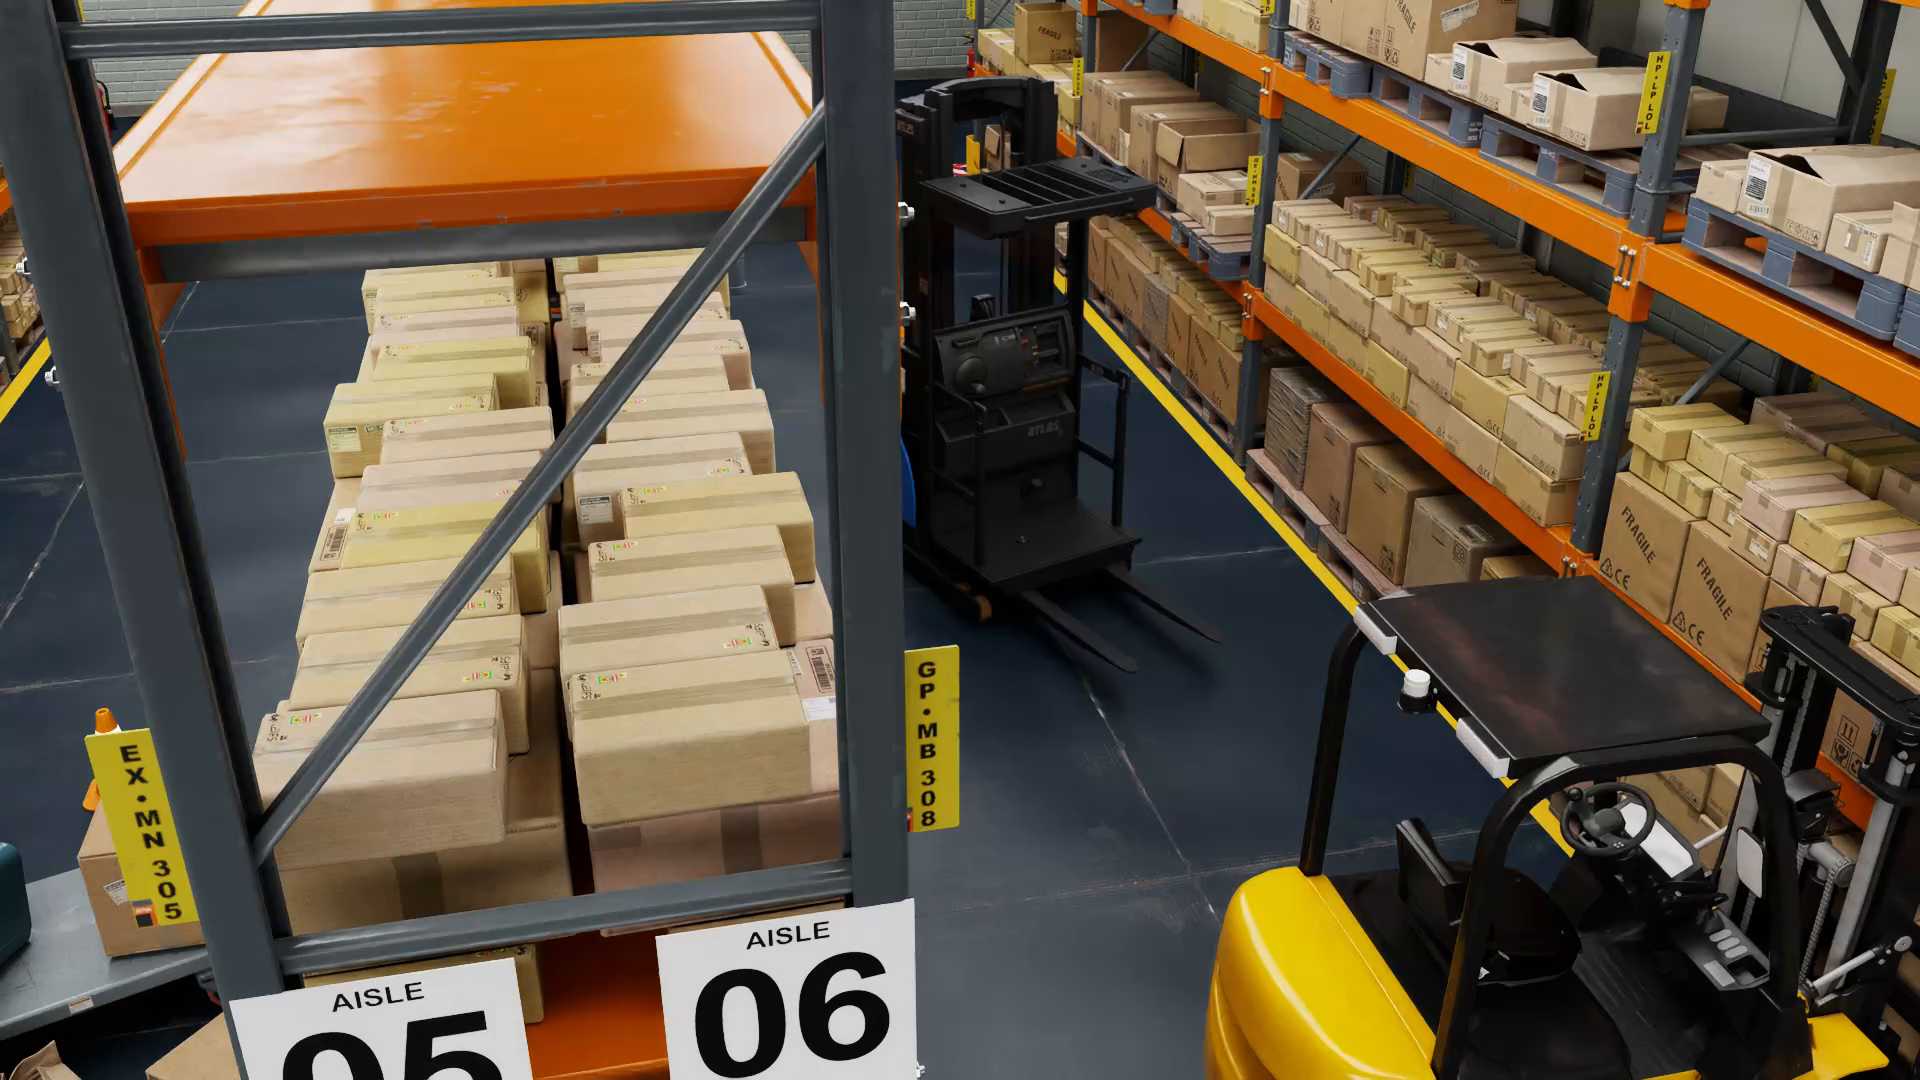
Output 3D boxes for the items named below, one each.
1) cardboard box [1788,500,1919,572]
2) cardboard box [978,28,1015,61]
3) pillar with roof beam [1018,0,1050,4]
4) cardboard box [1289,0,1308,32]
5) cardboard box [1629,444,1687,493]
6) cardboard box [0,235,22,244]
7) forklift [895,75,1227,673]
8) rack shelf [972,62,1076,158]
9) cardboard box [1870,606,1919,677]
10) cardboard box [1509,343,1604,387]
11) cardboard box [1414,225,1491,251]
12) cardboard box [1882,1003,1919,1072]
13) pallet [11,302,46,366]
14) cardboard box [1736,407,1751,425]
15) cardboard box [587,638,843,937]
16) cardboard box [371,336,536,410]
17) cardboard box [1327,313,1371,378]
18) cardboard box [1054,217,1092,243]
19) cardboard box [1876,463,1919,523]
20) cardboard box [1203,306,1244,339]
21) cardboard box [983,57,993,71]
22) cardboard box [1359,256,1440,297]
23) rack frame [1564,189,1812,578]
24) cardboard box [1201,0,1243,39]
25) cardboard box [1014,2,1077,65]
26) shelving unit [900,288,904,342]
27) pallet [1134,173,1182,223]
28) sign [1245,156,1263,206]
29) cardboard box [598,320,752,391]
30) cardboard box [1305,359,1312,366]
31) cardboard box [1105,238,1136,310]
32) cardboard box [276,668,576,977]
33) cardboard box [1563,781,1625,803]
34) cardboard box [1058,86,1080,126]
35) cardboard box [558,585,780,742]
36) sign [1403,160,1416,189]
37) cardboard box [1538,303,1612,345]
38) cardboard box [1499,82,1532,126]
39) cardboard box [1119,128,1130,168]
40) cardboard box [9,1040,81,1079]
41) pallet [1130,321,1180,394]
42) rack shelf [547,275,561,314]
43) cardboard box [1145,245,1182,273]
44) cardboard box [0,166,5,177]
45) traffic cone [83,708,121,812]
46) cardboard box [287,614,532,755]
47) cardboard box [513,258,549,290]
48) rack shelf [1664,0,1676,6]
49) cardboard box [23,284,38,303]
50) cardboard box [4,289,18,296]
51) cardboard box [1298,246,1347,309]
[{"bbox_3d":[3.393,-0.017,6.294,0.380,0.149,0.250,-6,27,-12],"label":"cardboard box"},{"bbox_3d":[0.490,-5.279,17.716,0.500,0.250,0.500,-6,27,-11],"label":"cardboard box"},{"bbox_3d":[-3.273,-8.956,18.506,9.100,9.000,0.400,-6,27,-12],"label":"pillar with roof beam"},{"bbox_3d":[2.236,-3.210,10.135,0.380,0.166,0.250,-6,27,-12],"label":"cardboard box"},{"bbox_3d":[3.170,-0.339,7.262,0.380,0.149,0.250,-6,27,-12],"label":"cardboard box"},{"bbox_3d":[-8.269,-2.560,14.530,0.380,0.149,0.250,-7,28,-14],"label":"cardboard box"},{"bbox_3d":[0.390,-1.060,9.597,1.130,2.935,3.031,-16,31,-28],"label":"forklift"},{"bbox_3d":[1.101,-4.240,16.620,1.077,0.370,4.000,-6,27,-12],"label":"rack shelf"},{"bbox_3d":[3.499,0.342,5.913,0.380,0.149,0.250,-7,28,-13],"label":"cardboard box"},{"bbox_3d":[2.982,-0.857,8.289,0.380,0.149,0.250,-6,27,-12],"label":"cardboard box"},{"bbox_3d":[3.014,-1.815,10.187,0.380,0.149,0.250,-6,28,-13],"label":"cardboard box"},{"bbox_3d":[3.603,1.774,5.938,0.500,0.250,0.500,-7,28,-13],"label":"cardboard box"},{"bbox_3d":[-8.269,-1.677,13.839,1.003,0.211,1.213,-6,27,-12],"label":"pallet"},{"bbox_3d":[3.490,-0.576,8.175,0.500,0.250,0.500,-6,27,-12],"label":"cardboard box"},{"bbox_3d":[-0.433,0.438,3.062,0.500,0.250,0.500,-6,27,-13],"label":"cardboard box"},{"bbox_3d":[-1.297,-0.403,4.285,0.380,0.149,0.250,-5,27,-11],"label":"cardboard box"},{"bbox_3d":[2.547,-1.194,9.953,0.500,0.250,0.500,-7,28,-13],"label":"cardboard box"},{"bbox_3d":[1.060,-3.022,15.976,0.396,0.266,0.258,-5,27,-10],"label":"cardboard box"},{"bbox_3d":[3.927,-0.196,6.649,0.380,0.149,0.250,-6,27,-13],"label":"cardboard box"},{"bbox_3d":[2.004,-1.596,12.172,0.380,0.149,0.250,-7,28,-14],"label":"cardboard box"},{"bbox_3d":[0.457,-5.155,17.913,0.380,0.149,0.250,-6,27,-12],"label":"cardboard box"},{"bbox_3d":[2.539,-1.526,9.614,0.380,0.149,0.250,-5,27,-11],"label":"cardboard box"},{"bbox_3d":[3.355,-0.171,7.761,1.000,3.000,0.127,-6,27,-12],"label":"rack frame"},{"bbox_3d":[1.987,-3.621,11.432,0.500,0.250,0.500,-6,27,-11],"label":"cardboard box"},{"bbox_3d":[0.829,-4.955,16.242,0.500,0.500,0.500,-5,27,-10],"label":"cardboard box"},{"bbox_3d":[-0.443,-1.144,11.769,0.538,1.125,1.048,-4,27,-7],"label":"shelving unit"},{"bbox_3d":[2.011,-2.695,12.974,1.003,0.211,1.213,-6,27,-12],"label":"pallet"},{"bbox_3d":[1.927,-2.350,10.879,0.100,0.325,0.005,-6,27,-12],"label":"sign"},{"bbox_3d":[-0.754,-0.461,4.399,0.380,0.149,0.250,-6,27,-11],"label":"cardboard box"},{"bbox_3d":[2.631,-1.212,12.131,0.500,0.500,0.500,-5,27,-10],"label":"cardboard box"},{"bbox_3d":[1.571,-2.287,14.260,0.500,0.500,0.500,-6,27,-12],"label":"cardboard box"},{"bbox_3d":[-0.957,0.488,2.962,0.500,0.250,0.500,-6,27,-12],"label":"cardboard box"},{"bbox_3d":[3.141,1.115,7.798,0.500,0.250,0.500,-6,27,-11],"label":"cardboard box"},{"bbox_3d":[1.199,-3.948,15.079,0.500,0.250,0.500,-5,27,-10],"label":"cardboard box"},{"bbox_3d":[-0.533,0.222,3.047,0.380,0.149,0.250,-6,27,-12],"label":"cardboard box"},{"bbox_3d":[2.993,-2.502,11.093,0.100,0.325,0.005,-6,27,-12],"label":"sign"},{"bbox_3d":[3.311,-1.136,8.842,0.380,0.149,0.250,-6,27,-12],"label":"cardboard box"},{"bbox_3d":[2.811,-2.082,7.920,0.380,0.149,0.250,-6,27,-12],"label":"cardboard box"},{"bbox_3d":[1.491,-3.162,13.369,0.396,0.266,0.258,-5,27,-9],"label":"cardboard box"},{"bbox_3d":[-3.388,2.130,6.235,0.396,0.266,0.258,19,32,32],"label":"cardboard box"},{"bbox_3d":[2.050,-1.549,13.584,1.003,0.211,1.213,-6,27,-12],"label":"pallet"},{"bbox_3d":[-1.931,-1.562,7.985,1.077,0.370,4.000,-6,27,-12],"label":"rack shelf"},{"bbox_3d":[1.729,-2.293,13.553,0.380,0.149,0.250,-5,27,-10],"label":"cardboard box"},{"bbox_3d":[-8.119,-3.131,13.903,0.380,0.149,0.250,-5,27,-11],"label":"cardboard box"},{"bbox_3d":[-4.163,1.039,8.178,0.336,0.463,0.334,-6,27,-12],"label":"traffic cone"},{"bbox_3d":[-0.963,0.272,2.948,0.380,0.149,0.250,-5,27,-11],"label":"cardboard box"},{"bbox_3d":[-1.648,-0.850,5.612,0.500,0.250,0.500,-7,28,-13],"label":"cardboard box"},{"bbox_3d":[2.904,-3.228,8.401,1.077,0.370,4.000,-6,27,-12],"label":"rack shelf"},{"bbox_3d":[-8.125,-2.065,14.210,0.380,0.149,0.250,-7,28,-13],"label":"cardboard box"},{"bbox_3d":[-7.998,-1.972,13.696,0.380,0.149,0.250,-6,27,-11],"label":"cardboard box"},{"bbox_3d":[2.427,-1.644,10.290,0.500,0.250,0.500,-5,27,-10],"label":"cardboard box"}]
